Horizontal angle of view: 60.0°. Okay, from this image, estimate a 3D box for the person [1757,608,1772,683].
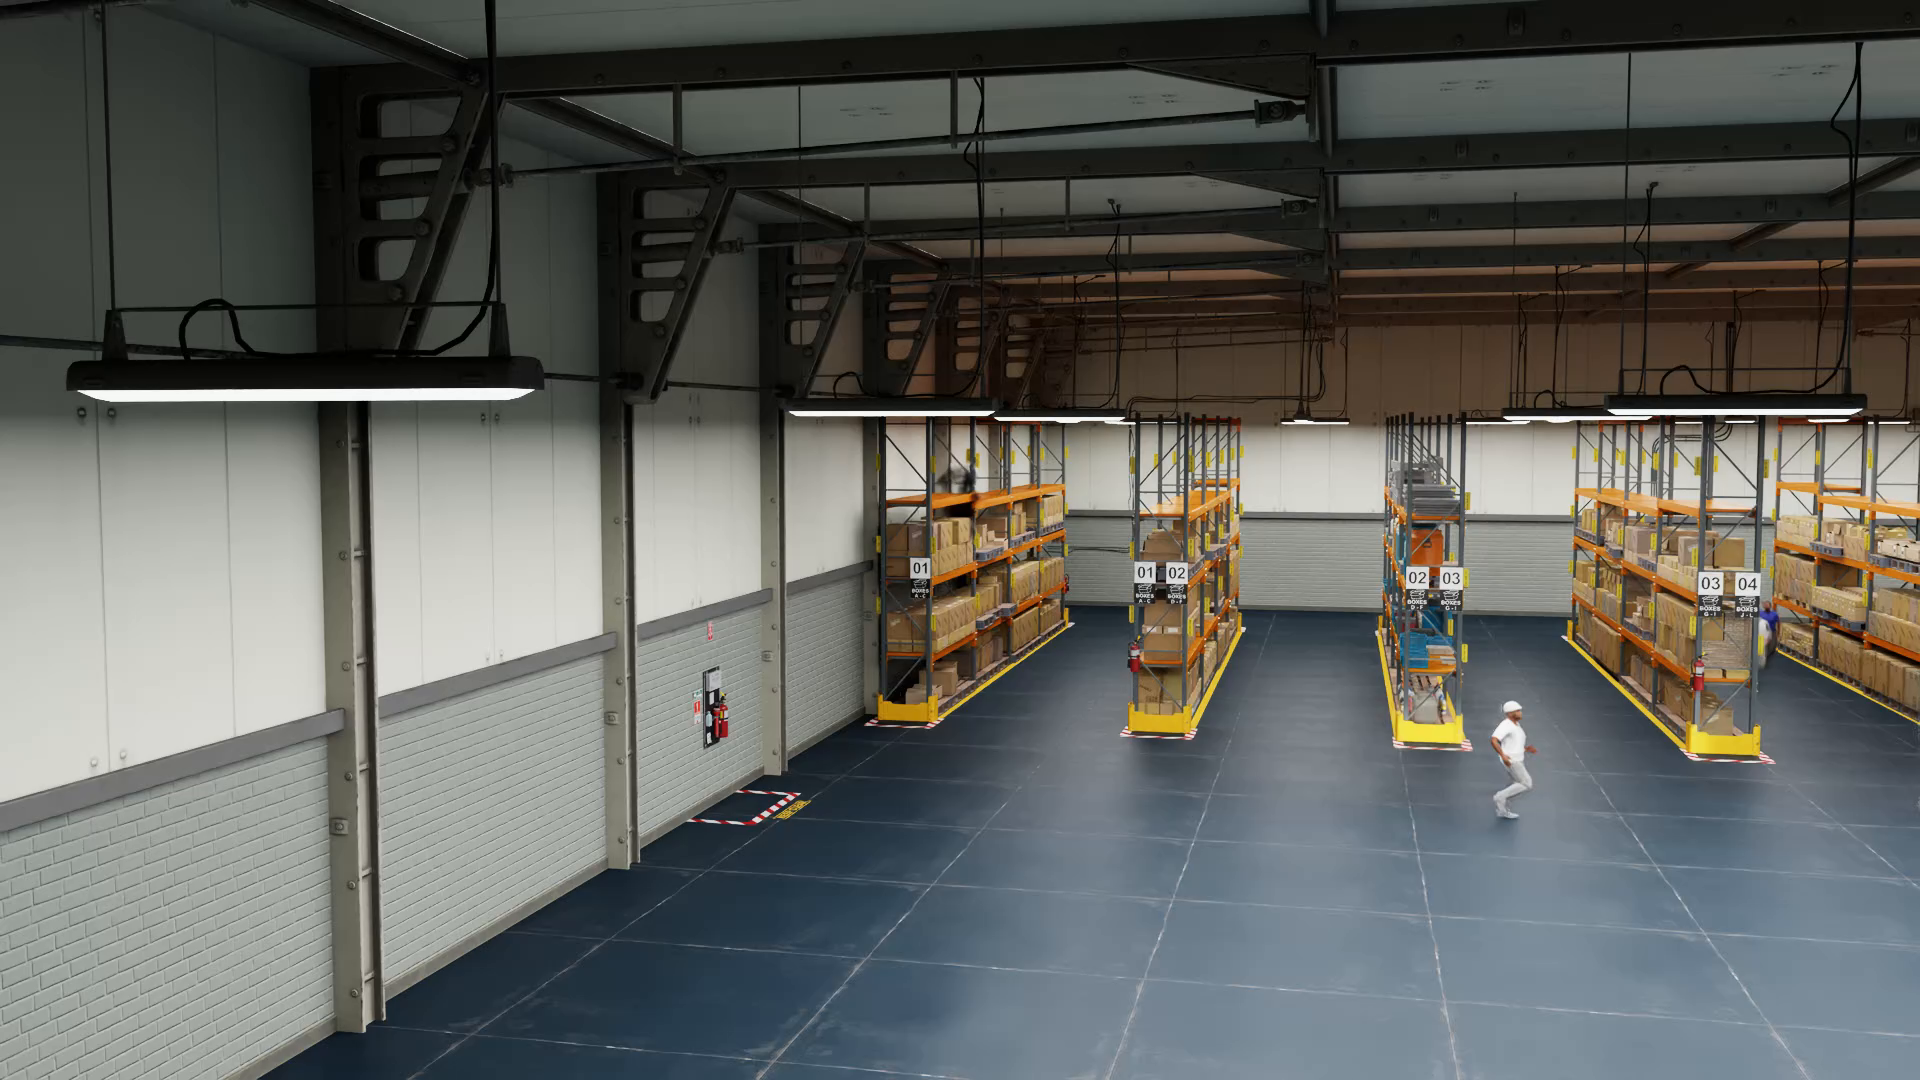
[{"bbox_3d":[17.795,2.349,37.182,0.660,1.746,0.578,1,4,13],"label":"person"}]

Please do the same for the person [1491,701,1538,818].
[{"bbox_3d":[8.109,3.214,24.268,0.583,1.720,0.695,2,4,30],"label":"person"}]

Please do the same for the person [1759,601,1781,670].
[{"bbox_3d":[19.157,2.263,39.440,0.581,1.611,0.513,1,4,17],"label":"person"}]
